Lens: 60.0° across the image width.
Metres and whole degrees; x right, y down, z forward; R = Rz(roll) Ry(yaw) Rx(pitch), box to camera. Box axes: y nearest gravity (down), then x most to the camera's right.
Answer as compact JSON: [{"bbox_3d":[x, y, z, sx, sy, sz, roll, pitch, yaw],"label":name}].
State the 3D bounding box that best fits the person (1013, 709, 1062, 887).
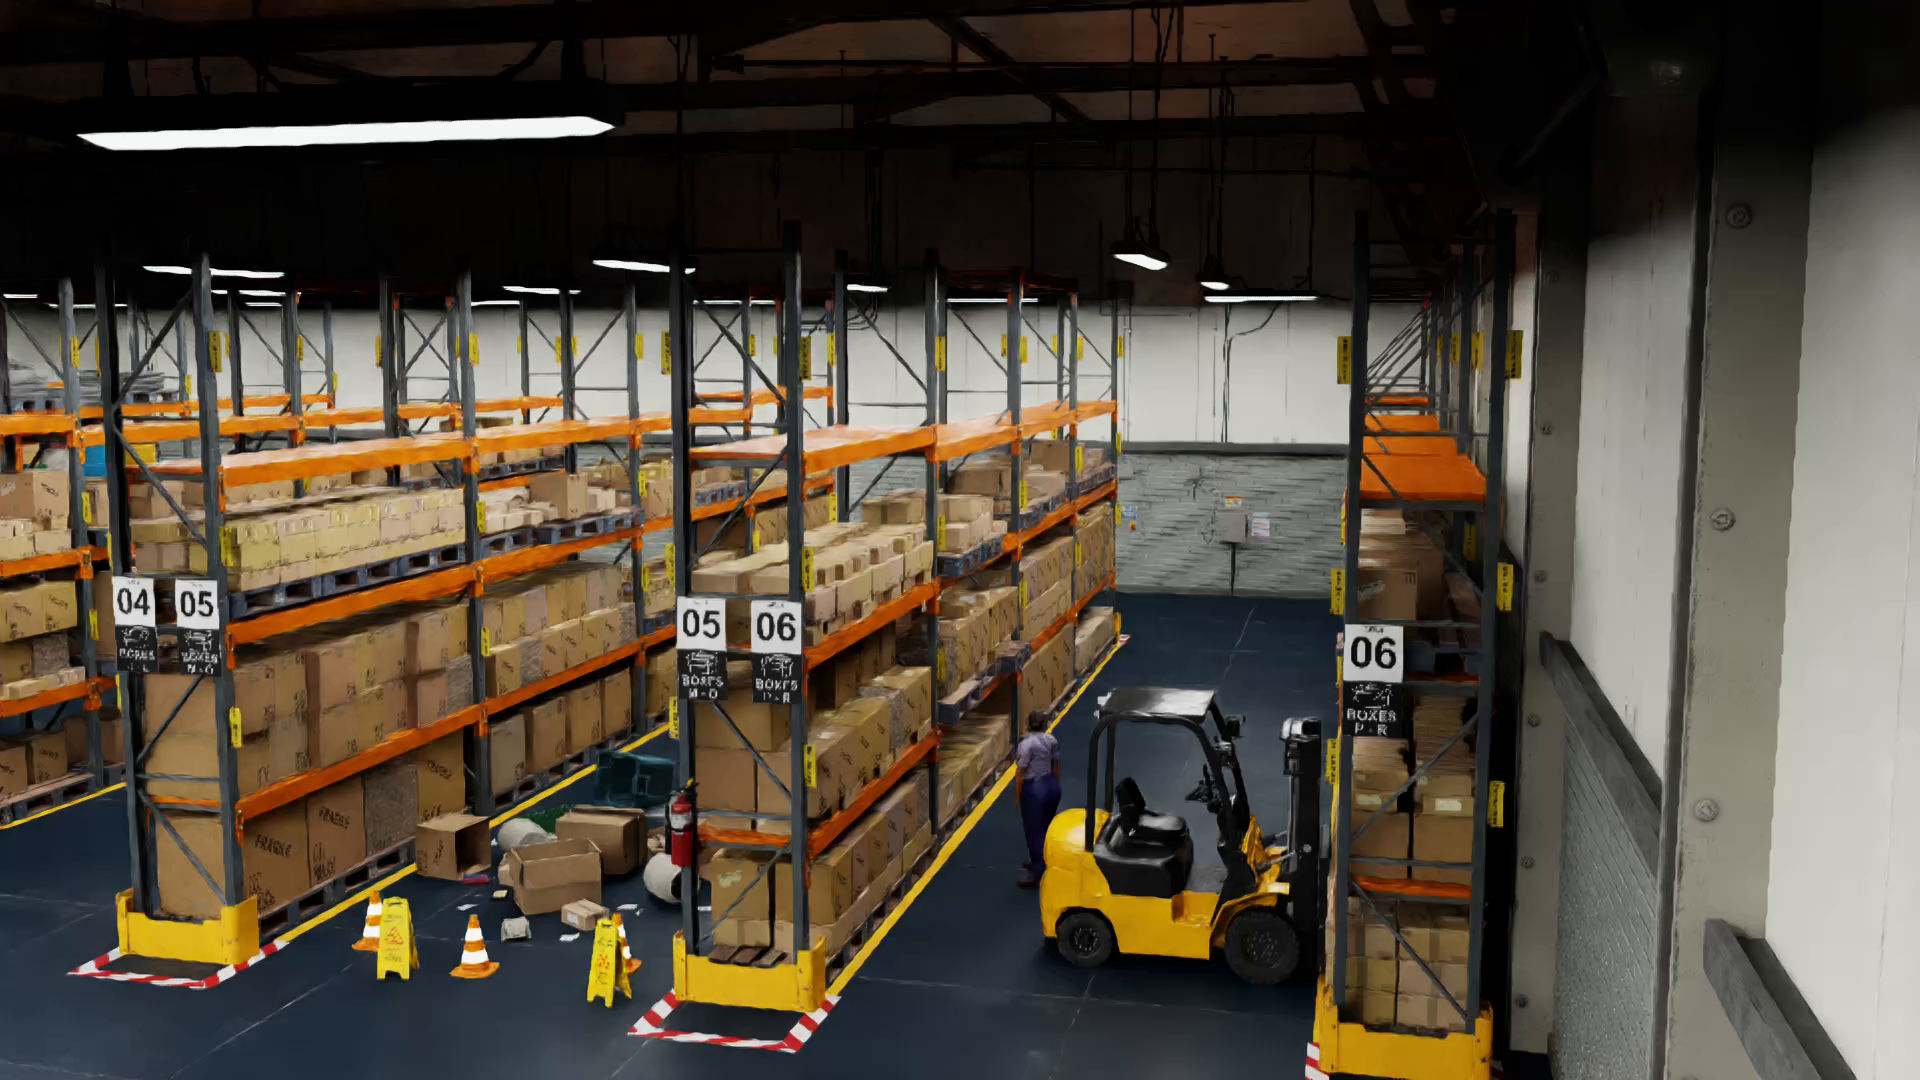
[{"bbox_3d":[0.713,2.415,15.846,0.592,1.644,0.546,-7,10,-43],"label":"person"}]
